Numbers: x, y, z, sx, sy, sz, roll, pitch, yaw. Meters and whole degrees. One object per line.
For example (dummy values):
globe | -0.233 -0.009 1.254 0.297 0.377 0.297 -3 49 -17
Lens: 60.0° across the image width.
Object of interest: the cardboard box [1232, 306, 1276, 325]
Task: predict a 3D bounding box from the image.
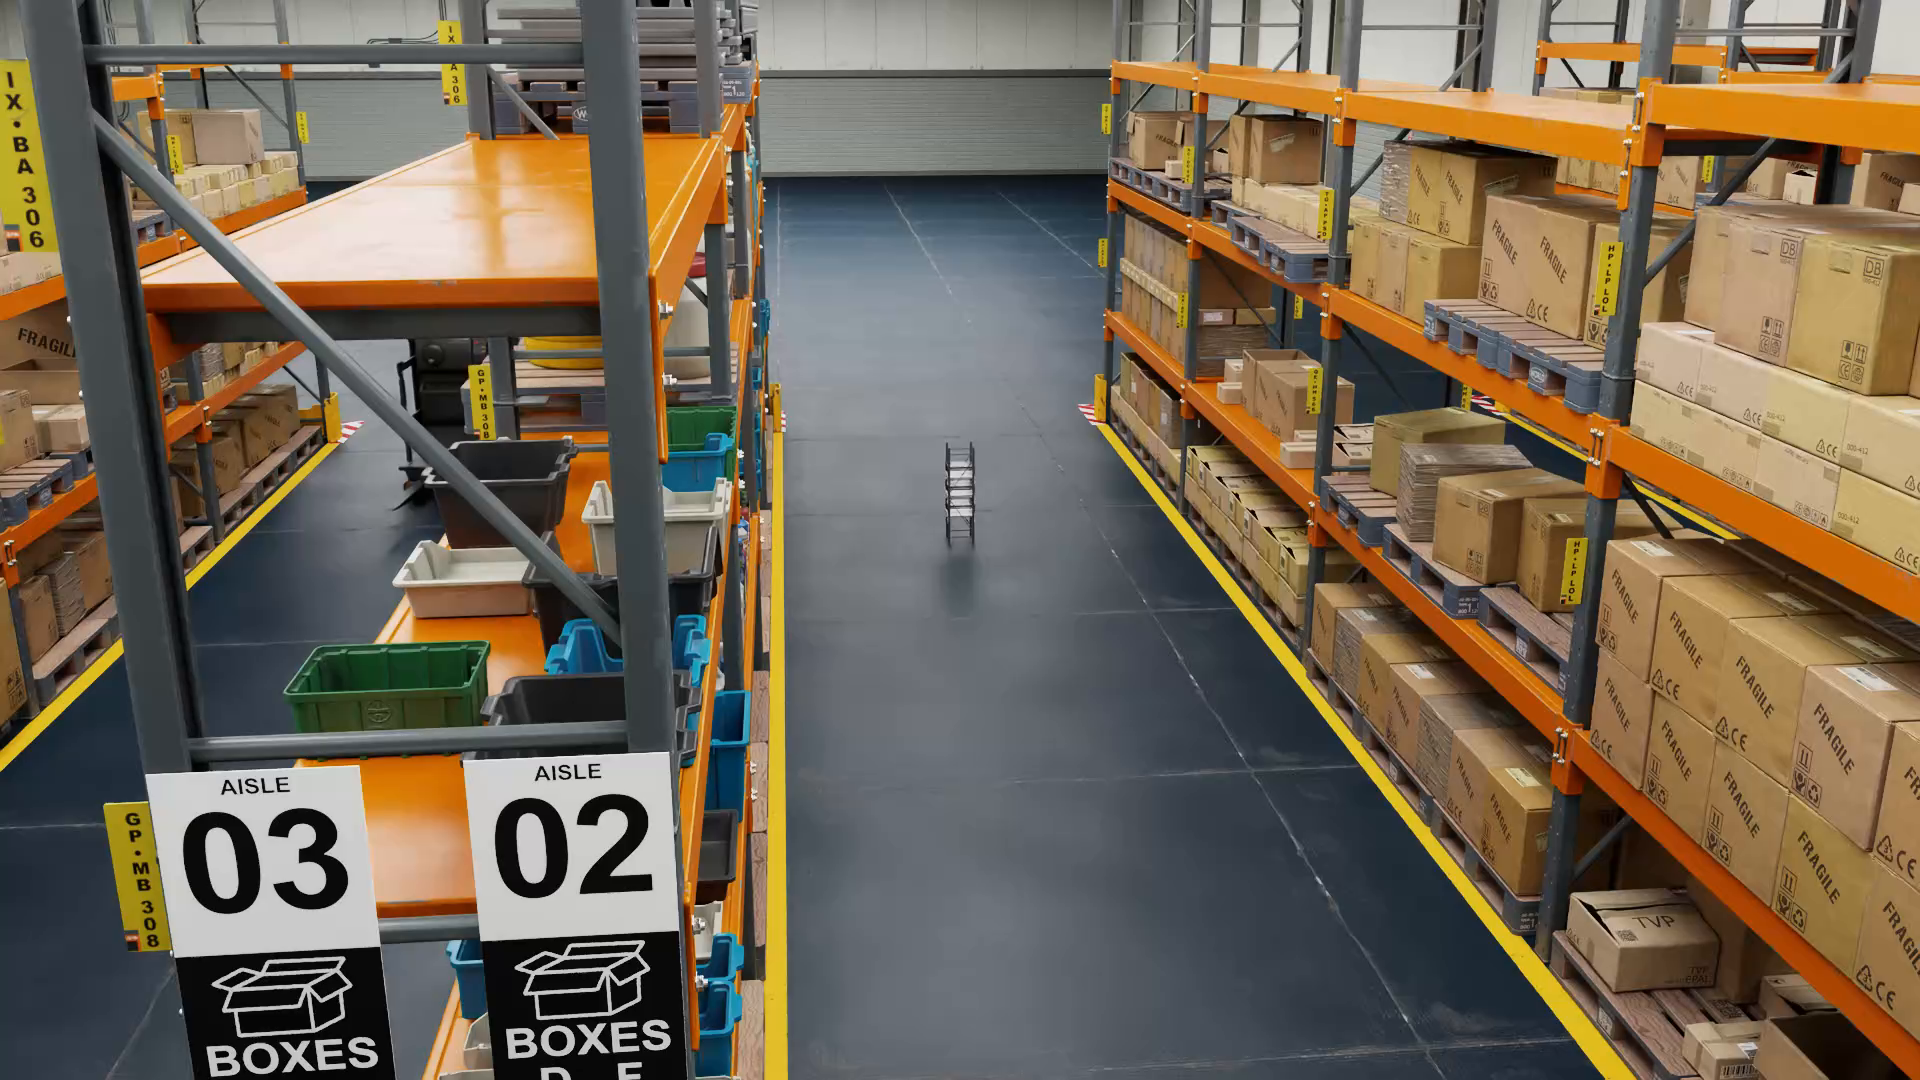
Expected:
cardboard box | 2.785 -2.144 15.821 0.380 0.149 0.250 -2 18 -6

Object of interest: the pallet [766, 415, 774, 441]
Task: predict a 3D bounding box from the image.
pallet | -2.587 -1.147 18.550 1.003 0.211 1.213 -2 18 -6

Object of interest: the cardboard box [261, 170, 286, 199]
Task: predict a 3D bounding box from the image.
cardboard box | -7.289 -3.663 17.151 0.500 0.250 0.500 -2 18 -5

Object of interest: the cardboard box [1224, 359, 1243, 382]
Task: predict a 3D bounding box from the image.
cardboard box | 2.714 -1.484 15.219 0.500 0.250 0.500 -1 17 -2

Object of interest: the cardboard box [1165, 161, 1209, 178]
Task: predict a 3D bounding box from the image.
cardboard box | 2.224 -3.630 16.282 0.380 0.149 0.250 -2 18 -6

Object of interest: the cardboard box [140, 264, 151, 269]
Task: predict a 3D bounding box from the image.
cardboard box | -7.554 -2.188 14.879 0.500 0.500 0.500 -2 18 -6

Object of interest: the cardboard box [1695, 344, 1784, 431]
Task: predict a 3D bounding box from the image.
cardboard box | 3.302 -0.614 6.605 0.500 0.250 0.500 -2 18 -6

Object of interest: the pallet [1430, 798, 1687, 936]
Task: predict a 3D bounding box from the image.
pallet | 3.324 1.772 9.253 1.003 0.211 1.213 -2 18 -6

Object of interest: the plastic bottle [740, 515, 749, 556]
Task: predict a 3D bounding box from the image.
plastic bottle | -1.391 -0.027 10.542 0.097 0.271 0.097 0 17 0

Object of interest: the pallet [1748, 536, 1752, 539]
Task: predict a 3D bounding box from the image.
pallet | 7.758 0.072 14.669 1.003 0.211 1.213 -2 18 -6

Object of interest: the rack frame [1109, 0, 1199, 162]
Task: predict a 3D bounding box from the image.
rack frame | 2.208 -5.755 18.557 1.000 3.000 0.127 -2 18 -6

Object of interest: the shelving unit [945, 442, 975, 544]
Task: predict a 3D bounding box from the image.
shelving unit | 0.001 -0.427 15.108 0.258 0.900 0.210 -2 18 -6

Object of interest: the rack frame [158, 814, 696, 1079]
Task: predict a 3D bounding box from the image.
rack frame | -1.069 2.026 3.787 1.000 3.000 0.127 -2 18 -6

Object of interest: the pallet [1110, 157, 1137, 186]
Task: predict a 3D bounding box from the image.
pallet | 2.255 -4.070 18.346 1.003 0.211 1.213 -2 18 -6

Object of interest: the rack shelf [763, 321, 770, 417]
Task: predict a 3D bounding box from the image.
rack shelf | -2.513 -1.801 17.181 1.077 0.370 4.000 -2 18 -6

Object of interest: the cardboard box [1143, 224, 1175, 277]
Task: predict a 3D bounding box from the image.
cardboard box | 2.361 -3.097 17.775 0.700 0.500 0.500 -2 18 -5

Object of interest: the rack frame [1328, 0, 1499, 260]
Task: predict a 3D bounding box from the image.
rack frame | 3.033 -3.371 10.965 1.000 3.000 0.127 -2 18 -6

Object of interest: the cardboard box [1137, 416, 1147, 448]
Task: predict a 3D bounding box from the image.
cardboard box | 2.195 -1.167 17.850 0.500 0.250 0.500 -2 18 -6

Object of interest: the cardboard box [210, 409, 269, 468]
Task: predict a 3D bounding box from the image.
cardboard box | -7.457 -1.045 17.041 0.500 0.500 0.500 0 17 0

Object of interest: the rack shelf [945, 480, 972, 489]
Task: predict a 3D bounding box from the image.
rack shelf | 0.001 -0.481 15.091 0.258 0.077 0.200 -2 18 -6

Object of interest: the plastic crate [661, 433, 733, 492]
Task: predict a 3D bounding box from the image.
plastic crate | -1.071 -0.255 6.327 0.416 0.233 0.300 -2 18 -6

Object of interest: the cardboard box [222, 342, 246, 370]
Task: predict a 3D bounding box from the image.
cardboard box | -7.235 -1.871 15.540 0.875 0.500 0.500 -2 18 -6

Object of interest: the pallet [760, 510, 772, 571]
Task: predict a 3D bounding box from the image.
pallet | -2.187 0.014 14.852 1.003 0.211 1.213 -2 18 -6

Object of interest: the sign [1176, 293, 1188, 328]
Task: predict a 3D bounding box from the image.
sign | 2.068 -2.134 15.462 0.100 0.325 0.005 -2 18 -6

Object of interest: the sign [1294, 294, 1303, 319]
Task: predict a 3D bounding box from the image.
sign | 3.159 -2.235 15.560 0.100 0.325 0.005 -2 18 -6

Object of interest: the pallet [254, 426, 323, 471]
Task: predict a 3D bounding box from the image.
pallet | -7.590 -0.991 18.055 1.003 0.211 1.213 -2 18 -6

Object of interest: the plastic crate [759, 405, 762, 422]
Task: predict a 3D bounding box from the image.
plastic crate | -1.847 -0.938 13.582 0.450 0.188 0.662 -2 18 -6

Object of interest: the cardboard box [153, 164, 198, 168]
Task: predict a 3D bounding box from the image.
cardboard box | -7.675 -3.587 16.244 0.380 0.149 0.250 -2 18 -6

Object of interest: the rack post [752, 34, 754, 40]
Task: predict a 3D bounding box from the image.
rack post | -2.489 -4.990 16.248 0.937 0.300 0.954 -2 18 -7

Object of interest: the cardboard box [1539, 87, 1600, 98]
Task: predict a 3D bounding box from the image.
cardboard box | 6.933 -4.890 18.940 0.500 0.500 0.500 -3 18 -10

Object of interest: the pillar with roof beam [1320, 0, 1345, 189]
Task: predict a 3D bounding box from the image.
pillar with roof beam | 2.547 -9.169 29.433 9.100 9.000 0.400 -2 18 -6

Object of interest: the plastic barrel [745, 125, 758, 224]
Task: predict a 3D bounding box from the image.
plastic barrel | -2.039 -3.074 14.190 0.600 0.901 0.708 -2 18 -6

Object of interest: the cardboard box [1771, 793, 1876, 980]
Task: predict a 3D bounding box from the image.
cardboard box | 3.386 1.248 6.099 0.500 0.500 0.500 -2 18 -6

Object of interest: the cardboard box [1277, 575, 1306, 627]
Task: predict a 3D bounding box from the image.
cardboard box | 2.736 0.453 12.688 0.500 0.250 0.500 -1 17 -4

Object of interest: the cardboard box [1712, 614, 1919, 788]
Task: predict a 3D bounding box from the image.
cardboard box | 3.320 0.614 6.450 0.500 0.500 0.500 -2 18 -7

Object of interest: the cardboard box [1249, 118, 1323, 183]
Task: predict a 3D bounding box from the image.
cardboard box | 2.726 -3.264 13.930 0.500 0.500 0.500 0 17 0

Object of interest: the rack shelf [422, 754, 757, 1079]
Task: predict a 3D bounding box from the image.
rack shelf | -1.276 1.774 5.793 1.077 0.370 4.000 -2 18 -6

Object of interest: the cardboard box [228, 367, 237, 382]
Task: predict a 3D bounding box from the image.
cardboard box | -7.058 -1.572 15.669 0.380 0.149 0.250 -2 18 -6

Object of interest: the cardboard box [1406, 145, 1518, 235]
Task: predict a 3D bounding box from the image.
cardboard box | 3.124 -2.183 10.351 0.500 0.500 0.500 -2 18 -6

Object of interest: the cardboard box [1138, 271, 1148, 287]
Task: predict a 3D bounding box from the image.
cardboard box | 2.142 -2.819 17.970 0.380 0.149 0.250 -2 18 -7

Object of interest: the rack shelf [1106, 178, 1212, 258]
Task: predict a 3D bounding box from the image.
rack shelf | 2.414 -3.384 17.216 1.077 0.370 4.000 -2 18 -6

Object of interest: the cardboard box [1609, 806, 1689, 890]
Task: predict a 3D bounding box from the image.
cardboard box | 3.638 1.514 8.859 0.500 0.500 0.500 -3 18 -8

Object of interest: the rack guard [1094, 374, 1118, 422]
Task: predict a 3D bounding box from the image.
rack guard | 2.205 -1.707 19.853 1.175 0.500 0.348 -2 18 -6

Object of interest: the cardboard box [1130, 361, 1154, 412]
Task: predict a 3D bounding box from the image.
cardboard box | 2.160 -1.675 18.214 0.500 0.500 0.500 -2 18 -6

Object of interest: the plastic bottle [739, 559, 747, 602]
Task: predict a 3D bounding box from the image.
plastic bottle | -1.278 0.241 9.668 0.061 0.283 0.133 -2 18 -6

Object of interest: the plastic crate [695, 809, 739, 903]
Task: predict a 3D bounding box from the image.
plastic crate | -1.099 1.263 6.580 0.437 0.125 0.590 -2 18 -6

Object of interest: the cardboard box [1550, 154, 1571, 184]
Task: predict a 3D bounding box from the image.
cardboard box | 6.940 -4.266 18.624 0.500 0.500 0.500 -1 17 -2

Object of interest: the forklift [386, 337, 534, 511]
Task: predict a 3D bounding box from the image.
forklift | -4.979 -1.917 16.464 1.130 2.935 3.031 0 17 0

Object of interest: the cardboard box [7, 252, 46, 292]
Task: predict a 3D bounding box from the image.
cardboard box | -6.669 -1.864 11.423 0.500 0.250 0.500 -1 17 -4

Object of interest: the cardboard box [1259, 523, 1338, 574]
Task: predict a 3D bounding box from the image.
cardboard box | 2.674 0.032 13.094 0.500 0.311 0.500 -2 18 -6

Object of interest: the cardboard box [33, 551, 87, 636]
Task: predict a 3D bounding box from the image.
cardboard box | -6.980 0.415 12.360 0.700 0.500 0.500 -3 18 -10

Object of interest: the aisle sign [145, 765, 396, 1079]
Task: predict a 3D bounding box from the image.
aisle sign | -1.353 0.817 3.301 0.394 0.787 0.004 -2 18 -6

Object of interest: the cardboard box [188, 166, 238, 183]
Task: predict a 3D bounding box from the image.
cardboard box | -7.193 -3.515 16.015 0.380 0.149 0.250 -1 17 -4

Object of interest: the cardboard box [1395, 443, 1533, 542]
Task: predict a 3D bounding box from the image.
cardboard box | 3.114 -0.294 10.312 0.700 0.500 0.500 1 17 5
